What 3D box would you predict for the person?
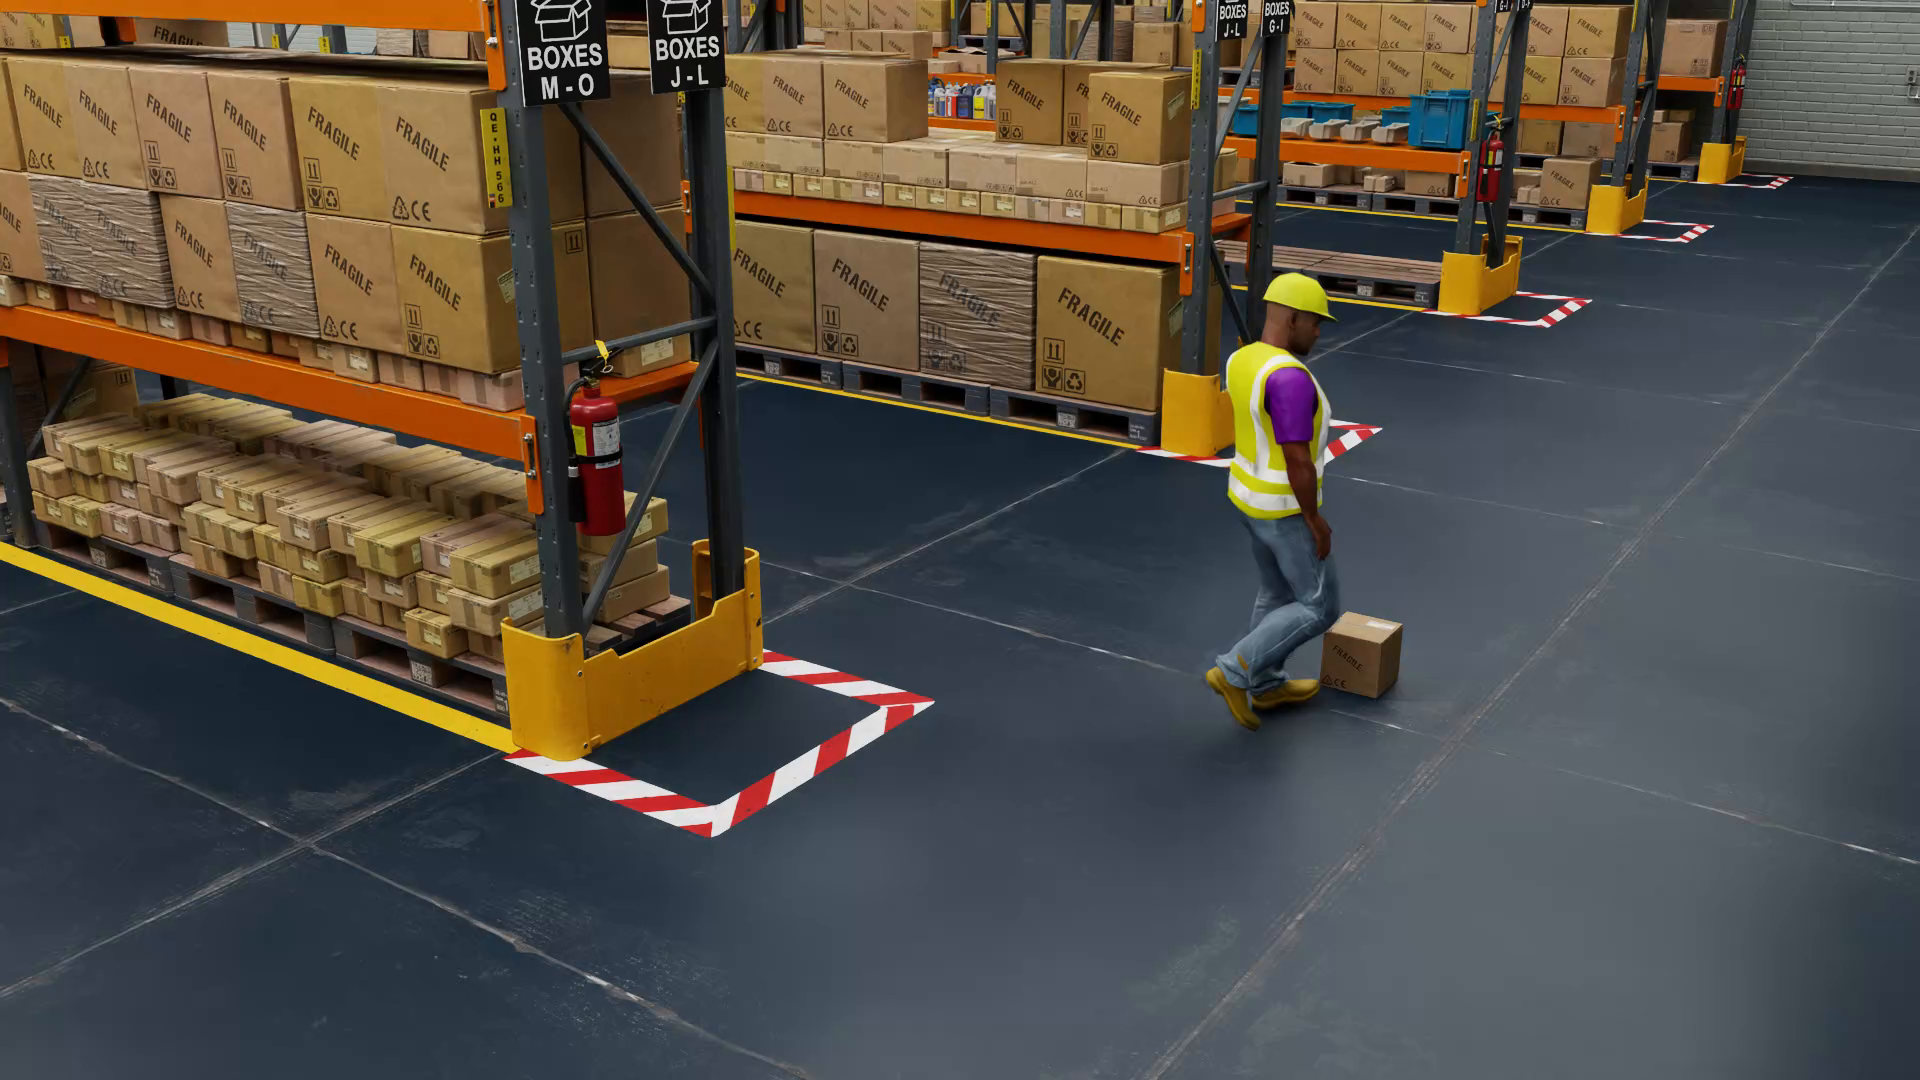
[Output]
[{"bbox_3d":[1.207,-0.132,6.358,0.581,1.761,0.597,-4,20,-10],"label":"person"}]
